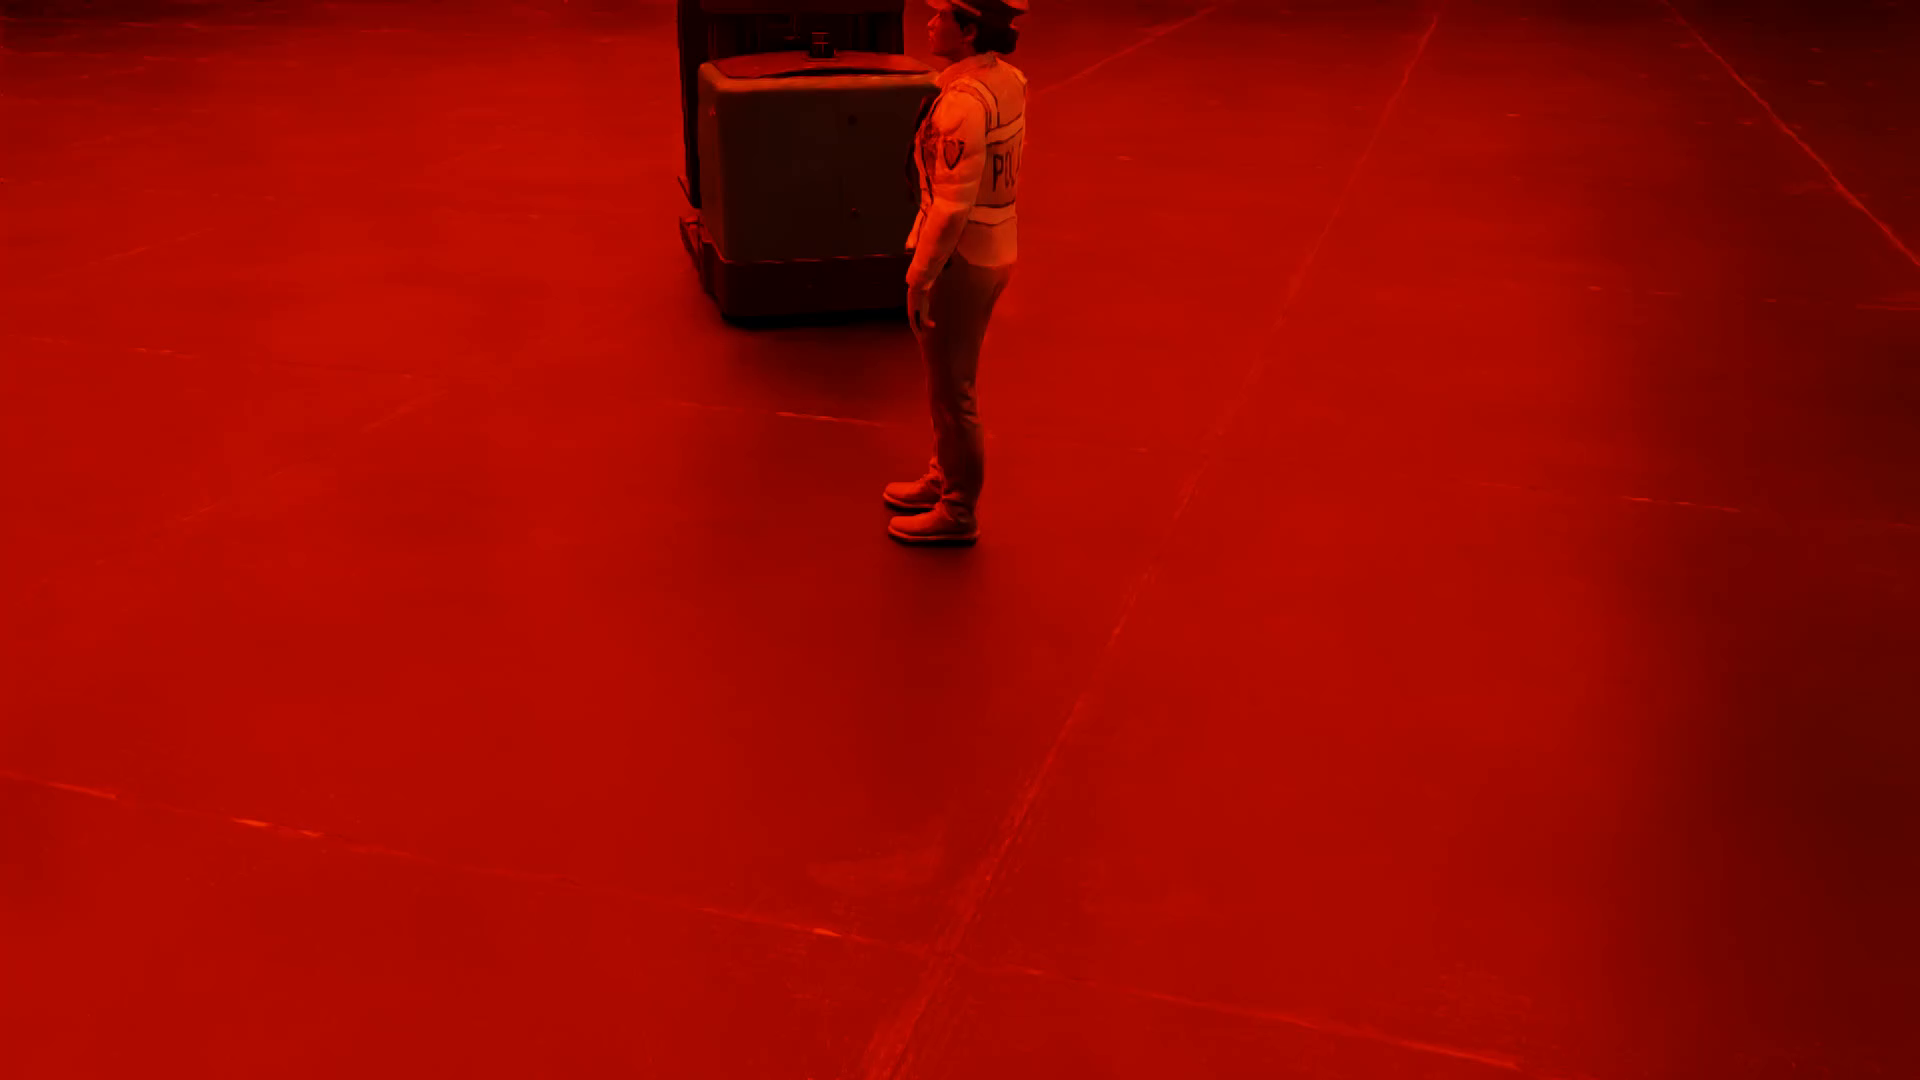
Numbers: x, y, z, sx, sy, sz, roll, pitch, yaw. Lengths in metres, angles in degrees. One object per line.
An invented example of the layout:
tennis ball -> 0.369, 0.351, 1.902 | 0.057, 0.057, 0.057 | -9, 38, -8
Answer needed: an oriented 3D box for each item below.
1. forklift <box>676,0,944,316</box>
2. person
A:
forklift -> -0.880, -2.873, 8.238 | 1.130, 2.935, 3.031 | -5, 23, -13
person -> -0.062, -0.801, 4.819 | 0.532, 1.695, 0.586 | 7, 23, 16
